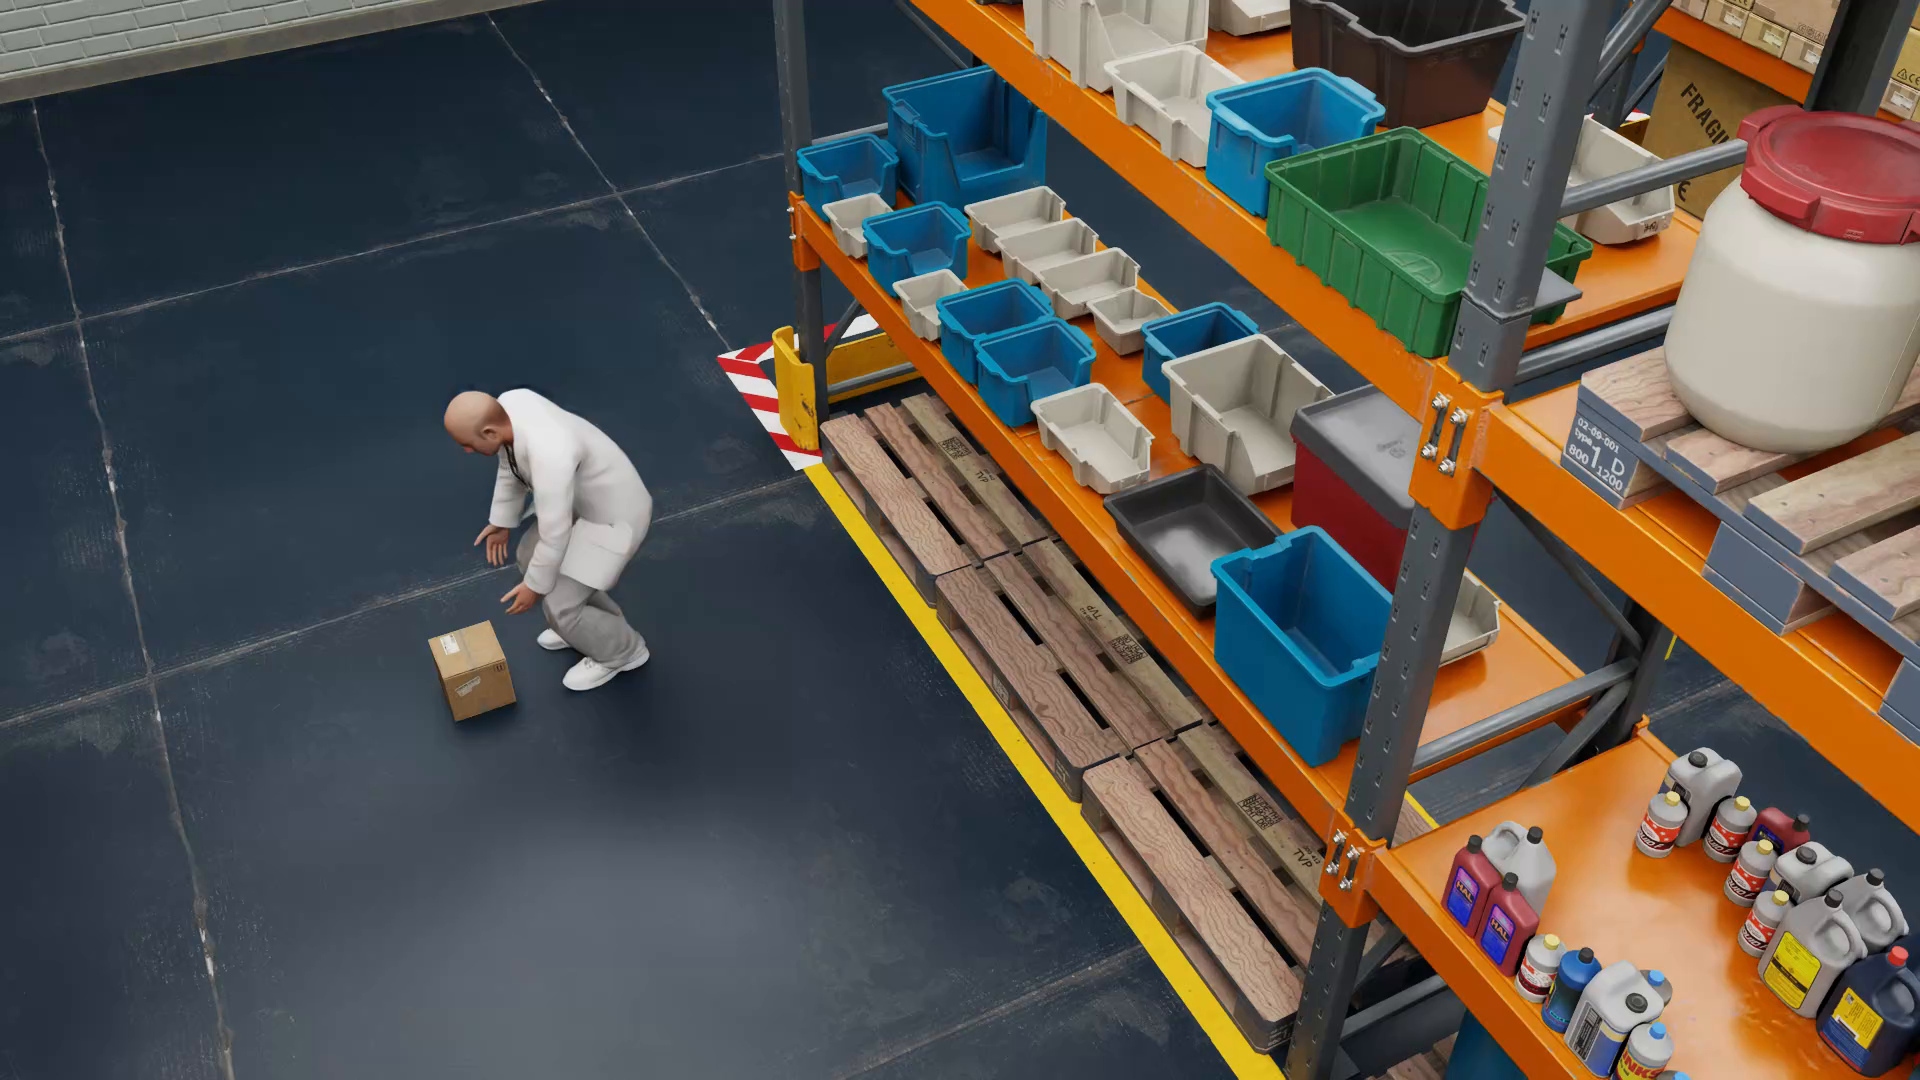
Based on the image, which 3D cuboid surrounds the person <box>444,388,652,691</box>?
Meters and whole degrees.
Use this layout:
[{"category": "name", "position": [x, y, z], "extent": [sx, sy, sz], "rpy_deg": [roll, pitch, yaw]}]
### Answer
[{"category": "person", "position": [-1.534, -0.041, 6.480], "extent": [0.701, 1.440, 0.629], "rpy_deg": [-19, 44, -20]}]
